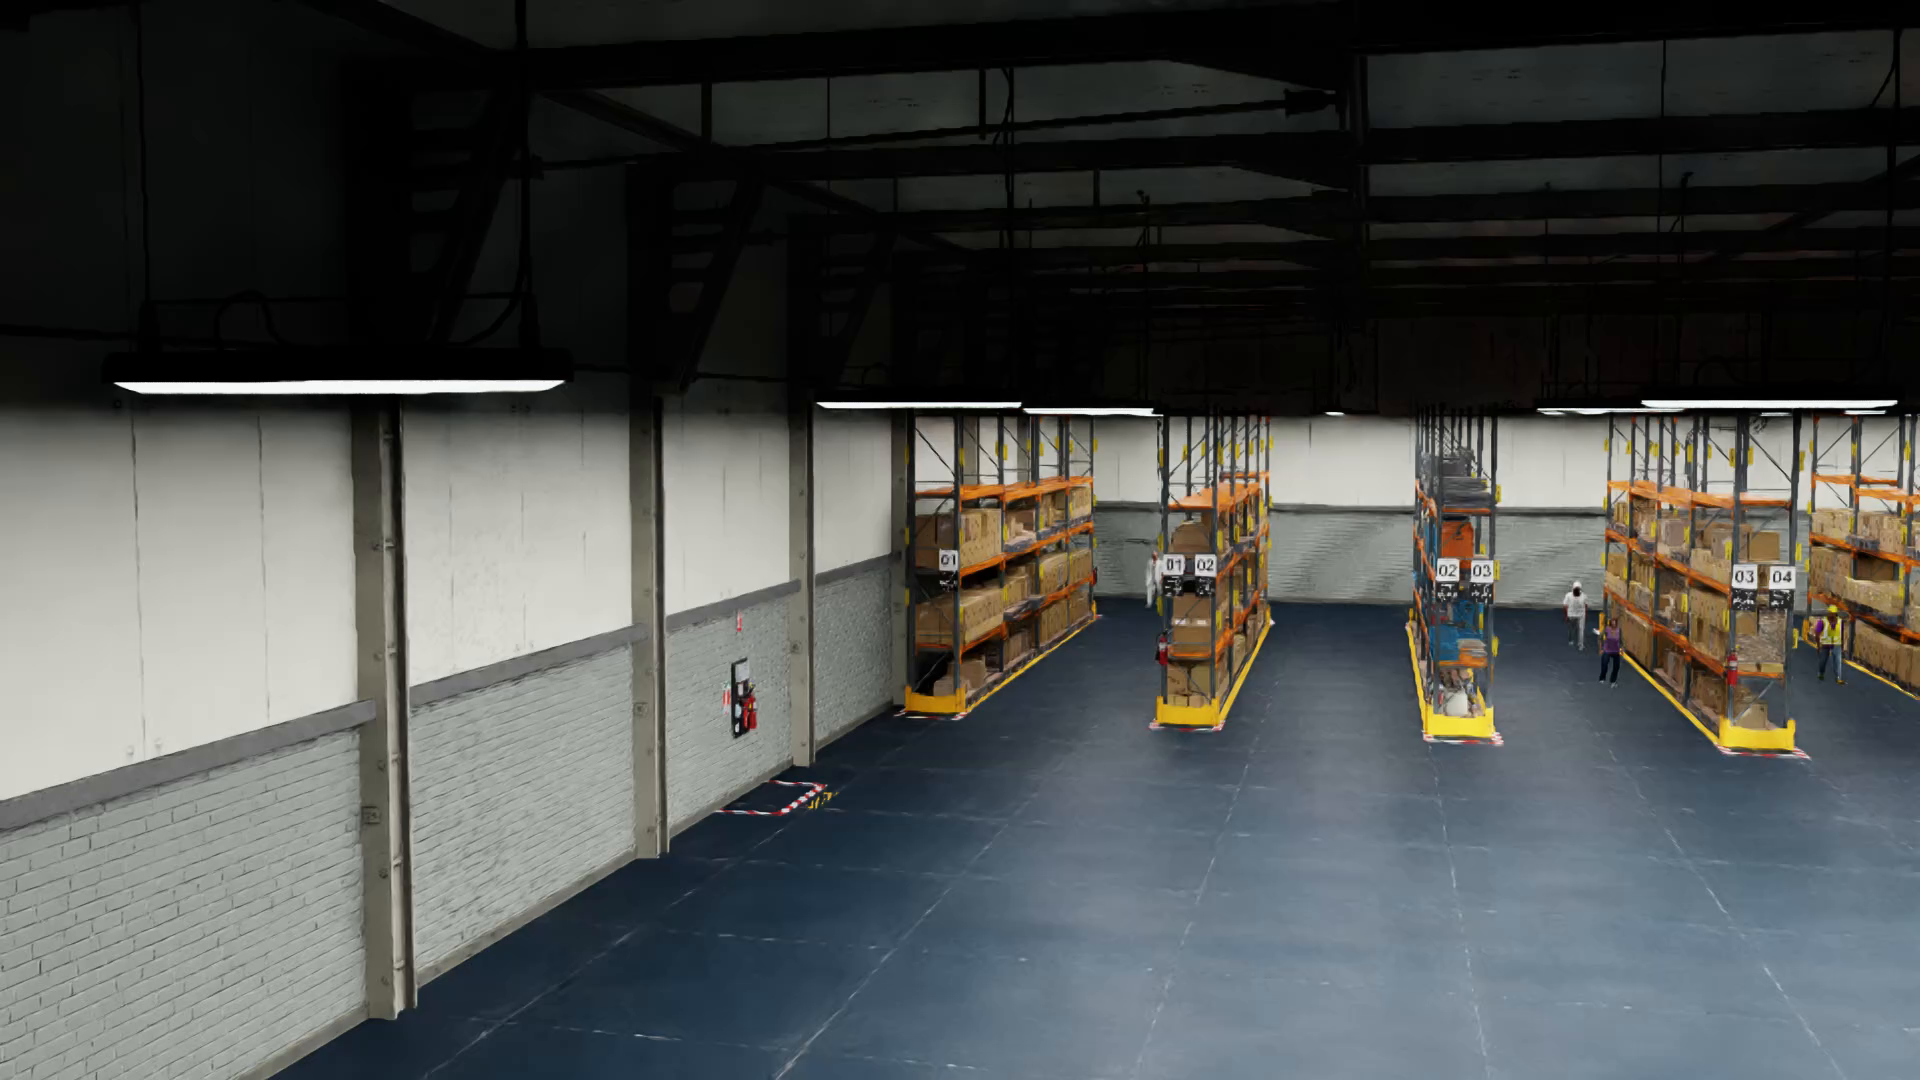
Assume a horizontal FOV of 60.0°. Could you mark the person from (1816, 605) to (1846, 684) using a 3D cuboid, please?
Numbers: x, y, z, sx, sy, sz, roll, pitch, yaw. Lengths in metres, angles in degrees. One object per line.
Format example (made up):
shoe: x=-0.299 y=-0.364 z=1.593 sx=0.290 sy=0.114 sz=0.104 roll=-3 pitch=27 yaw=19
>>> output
person: x=18.890 y=2.240 z=36.089 sx=0.577 sy=1.691 sz=1.121 roll=1 pitch=4 yaw=16

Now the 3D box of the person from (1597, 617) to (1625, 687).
person: x=13.875 y=2.379 z=35.451 sx=0.566 sy=1.541 sz=0.519 roll=1 pitch=4 yaw=11

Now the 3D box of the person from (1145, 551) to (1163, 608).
person: x=5.913 y=1.184 z=50.458 sx=0.588 sy=1.700 sz=1.193 roll=1 pitch=4 yaw=12

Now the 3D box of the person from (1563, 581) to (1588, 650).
person: x=15.317 y=1.857 z=41.373 sx=0.577 sy=1.690 sz=1.114 roll=1 pitch=4 yaw=16
